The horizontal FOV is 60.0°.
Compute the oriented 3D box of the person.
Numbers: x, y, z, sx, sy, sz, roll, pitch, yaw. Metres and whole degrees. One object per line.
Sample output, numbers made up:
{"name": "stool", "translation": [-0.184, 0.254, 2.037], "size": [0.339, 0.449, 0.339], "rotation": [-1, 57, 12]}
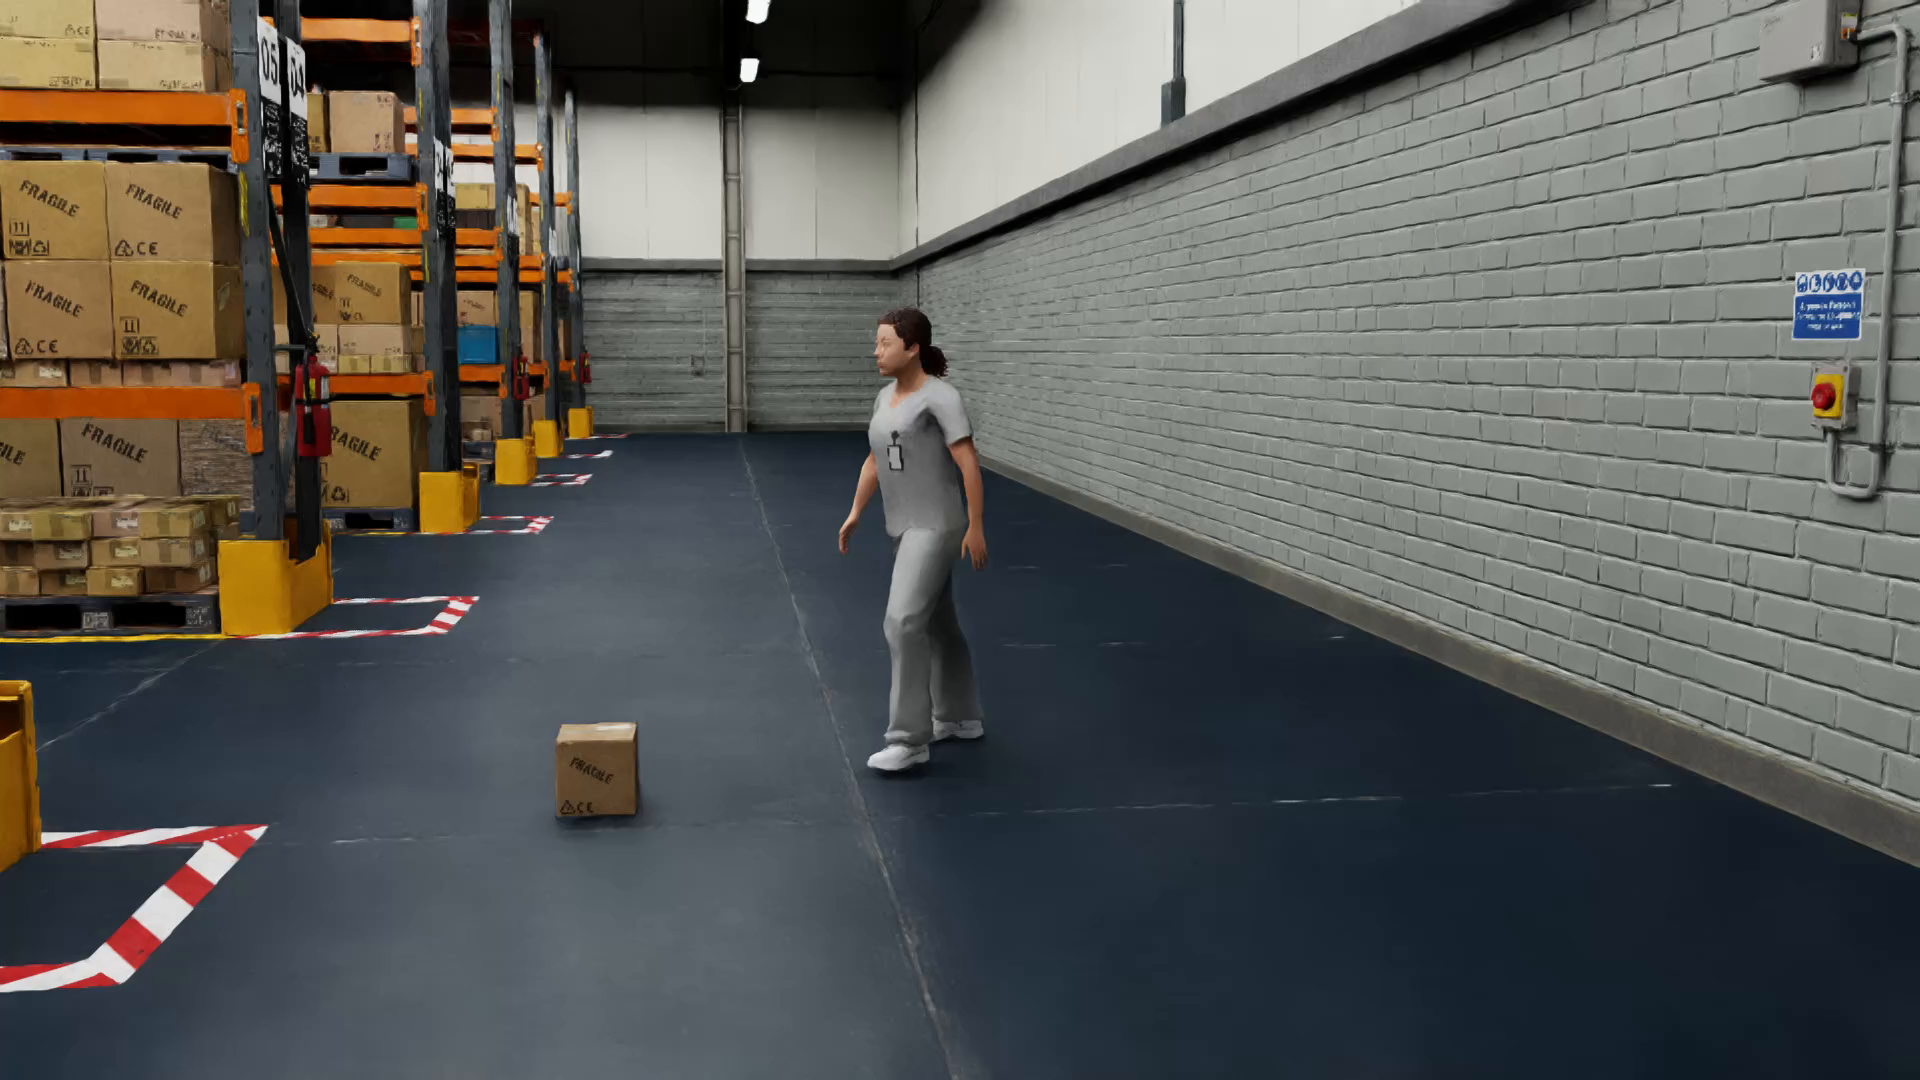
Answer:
{"name": "person", "translation": [-0.149, -0.026, 6.090], "size": [0.676, 1.640, 0.543], "rotation": [-4, 8, -31]}
